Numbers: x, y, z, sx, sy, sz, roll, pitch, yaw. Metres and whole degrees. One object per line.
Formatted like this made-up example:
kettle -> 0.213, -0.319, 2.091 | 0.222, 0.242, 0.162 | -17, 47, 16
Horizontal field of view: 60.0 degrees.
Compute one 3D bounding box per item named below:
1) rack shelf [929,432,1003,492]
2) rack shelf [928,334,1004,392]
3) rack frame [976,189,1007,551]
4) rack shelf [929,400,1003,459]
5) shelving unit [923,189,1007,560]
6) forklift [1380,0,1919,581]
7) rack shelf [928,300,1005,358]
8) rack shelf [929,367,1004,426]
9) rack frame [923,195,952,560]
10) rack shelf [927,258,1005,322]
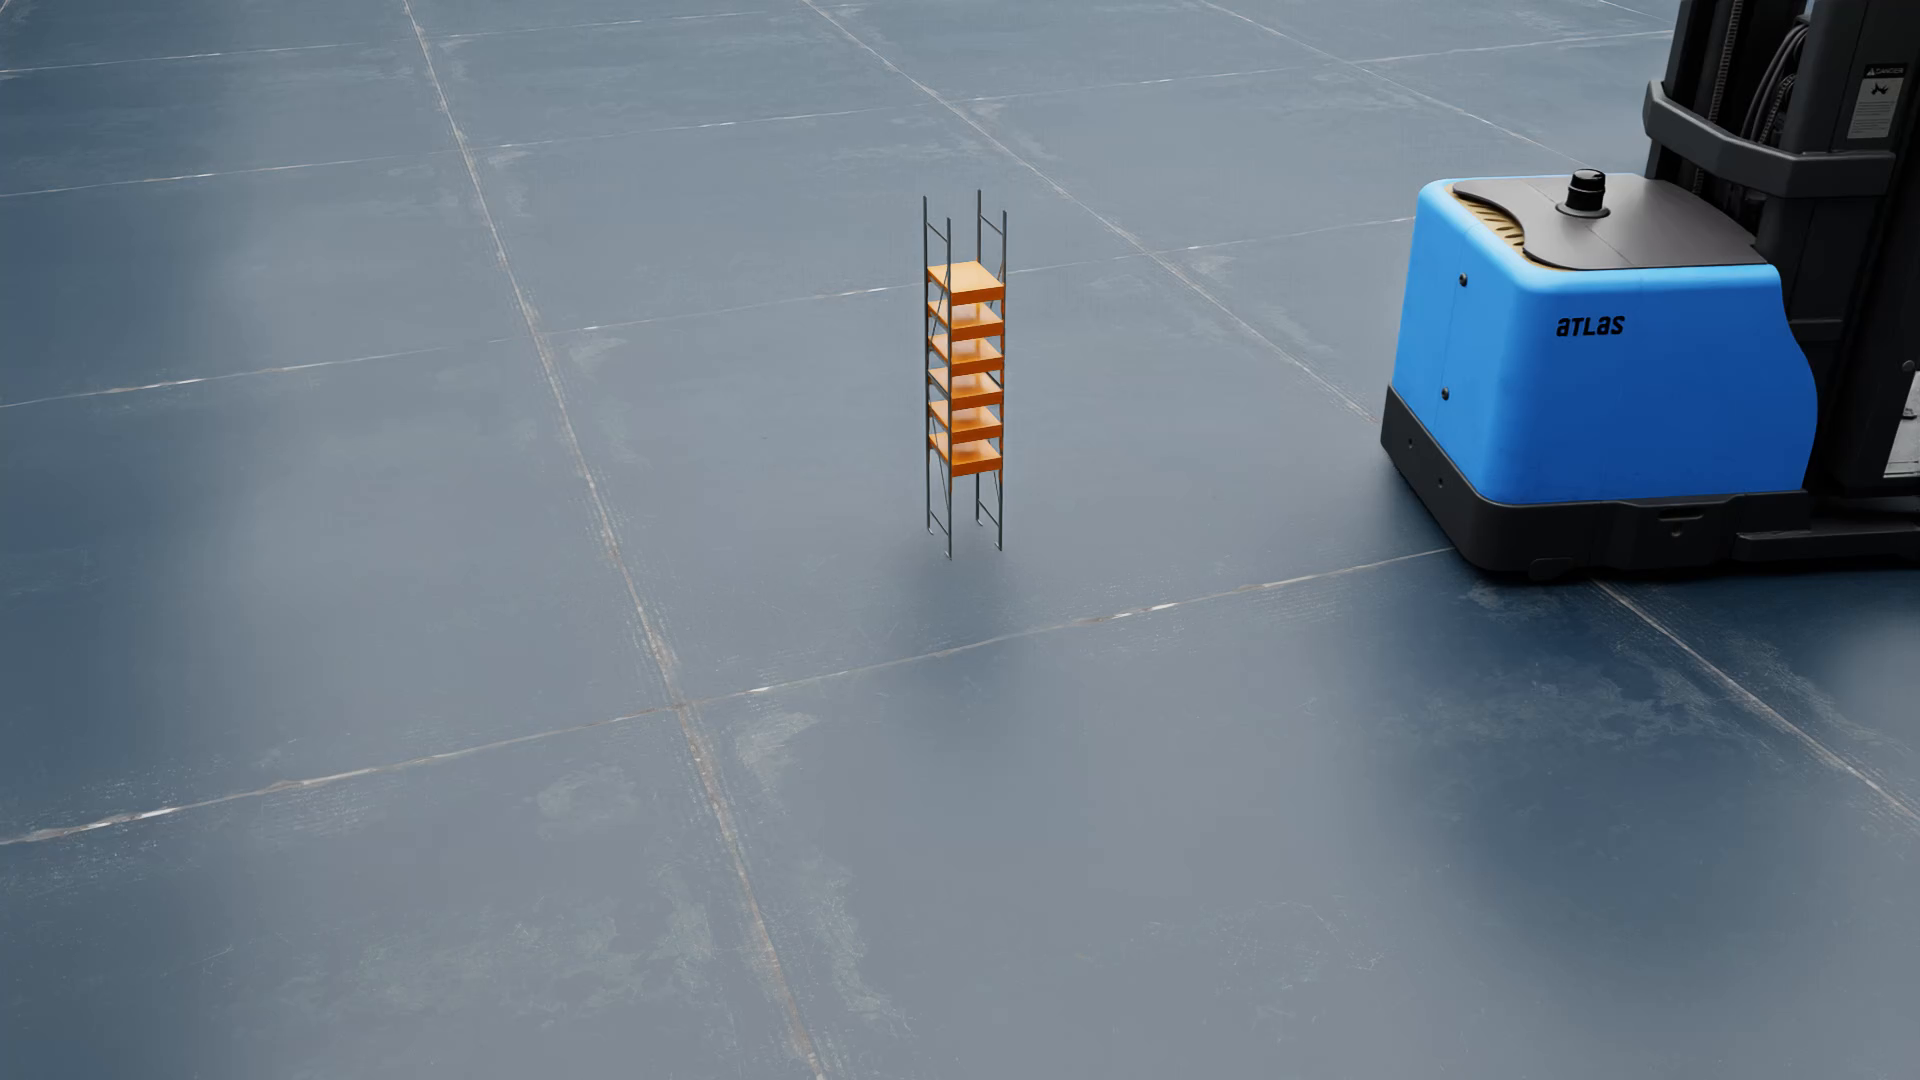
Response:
rack shelf -> 0.014, -0.277, 5.598 | 0.180, 0.103, 0.258 | -10, 31, -18
rack shelf -> 0.014, -0.589, 5.420 | 0.180, 0.103, 0.258 | -10, 31, -18
rack frame -> 0.099, -0.540, 5.485 | 0.006, 1.200, 0.240 | -10, 31, -18
rack shelf -> 0.014, -0.381, 5.539 | 0.180, 0.103, 0.258 | -10, 31, -18
shelving unit -> 0.014, -0.524, 5.457 | 0.189, 1.200, 0.258 | -10, 31, -18
forklift -> 3.129, -1.441, 5.318 | 3.031, 2.935, 1.130 | -3, 30, -5
rack shelf -> 0.014, -0.694, 5.361 | 0.180, 0.103, 0.258 | -10, 31, -18
rack shelf -> 0.014, -0.485, 5.479 | 0.180, 0.103, 0.258 | -10, 31, -18
rack frame -> -0.072, -0.508, 5.430 | 0.006, 1.200, 0.240 | -10, 31, -18
rack shelf -> 0.014, -0.798, 5.301 | 0.180, 0.103, 0.258 | -10, 31, -18
